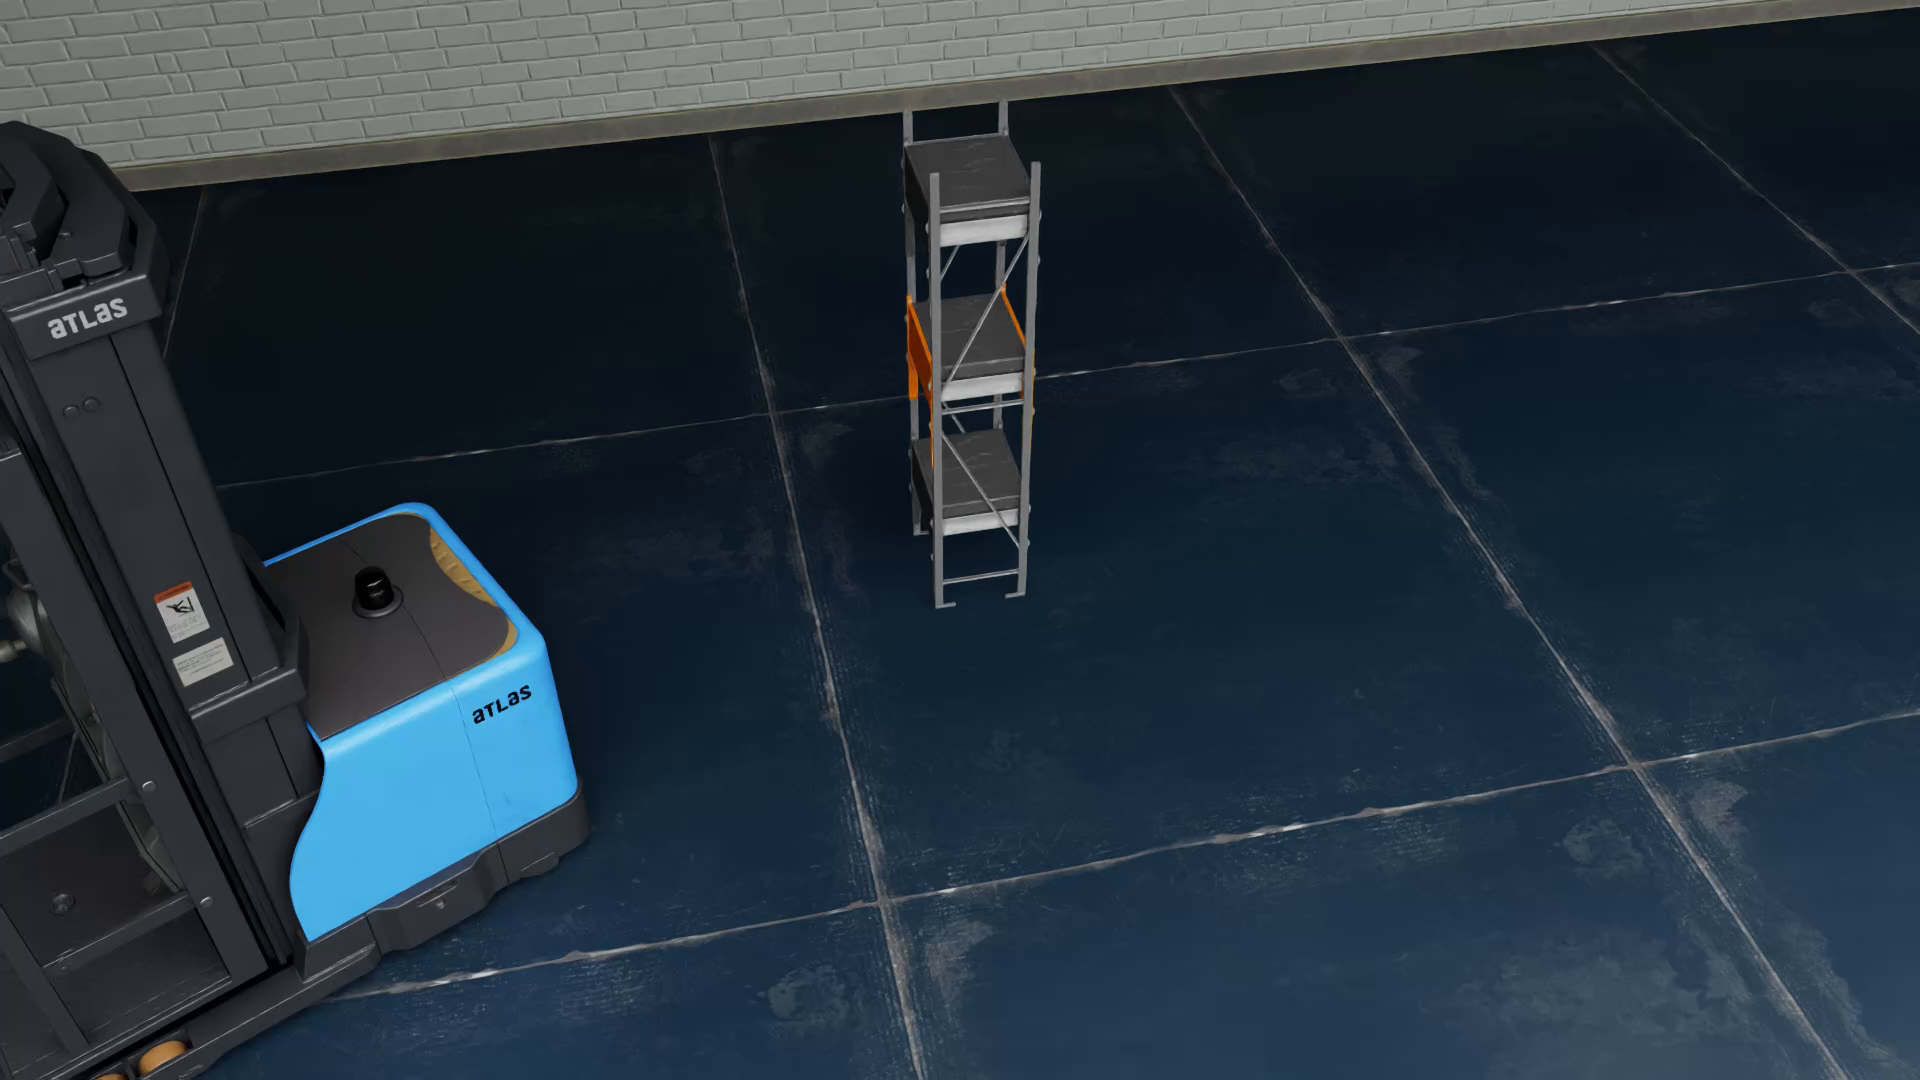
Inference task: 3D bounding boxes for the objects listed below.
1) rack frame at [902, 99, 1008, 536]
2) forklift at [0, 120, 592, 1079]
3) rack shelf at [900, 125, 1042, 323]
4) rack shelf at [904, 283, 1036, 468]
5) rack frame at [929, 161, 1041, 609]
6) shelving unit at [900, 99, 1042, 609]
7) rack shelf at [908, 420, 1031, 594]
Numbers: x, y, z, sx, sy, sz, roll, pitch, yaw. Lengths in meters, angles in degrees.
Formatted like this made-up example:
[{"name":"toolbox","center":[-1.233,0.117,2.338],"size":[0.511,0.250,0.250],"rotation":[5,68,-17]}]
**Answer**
[{"name":"rack frame","center":[-0.017,-0.836,6.892],"size":[0.400,2.100,0.015],"rotation":[-8,42,-9]},{"name":"forklift","center":[-2.846,0.400,4.873],"size":[3.031,2.935,1.130],"rotation":[-28,49,-28]},{"name":"rack shelf","center":[0.036,-1.191,6.258],"size":[0.431,0.518,0.480],"rotation":[-8,42,-9]},{"name":"rack shelf","center":[0.036,-0.668,6.723],"size":[0.431,0.518,0.480],"rotation":[-8,42,-9]},{"name":"rack frame","center":[0.088,-0.520,6.536],"size":[0.400,2.100,0.015],"rotation":[-8,42,-9]},{"name":"shelving unit","center":[0.036,-0.678,6.714],"size":[0.431,2.100,0.503],"rotation":[-8,42,-9]},{"name":"rack shelf","center":[0.036,-0.144,7.188],"size":[0.431,0.518,0.480],"rotation":[-8,42,-9]}]
